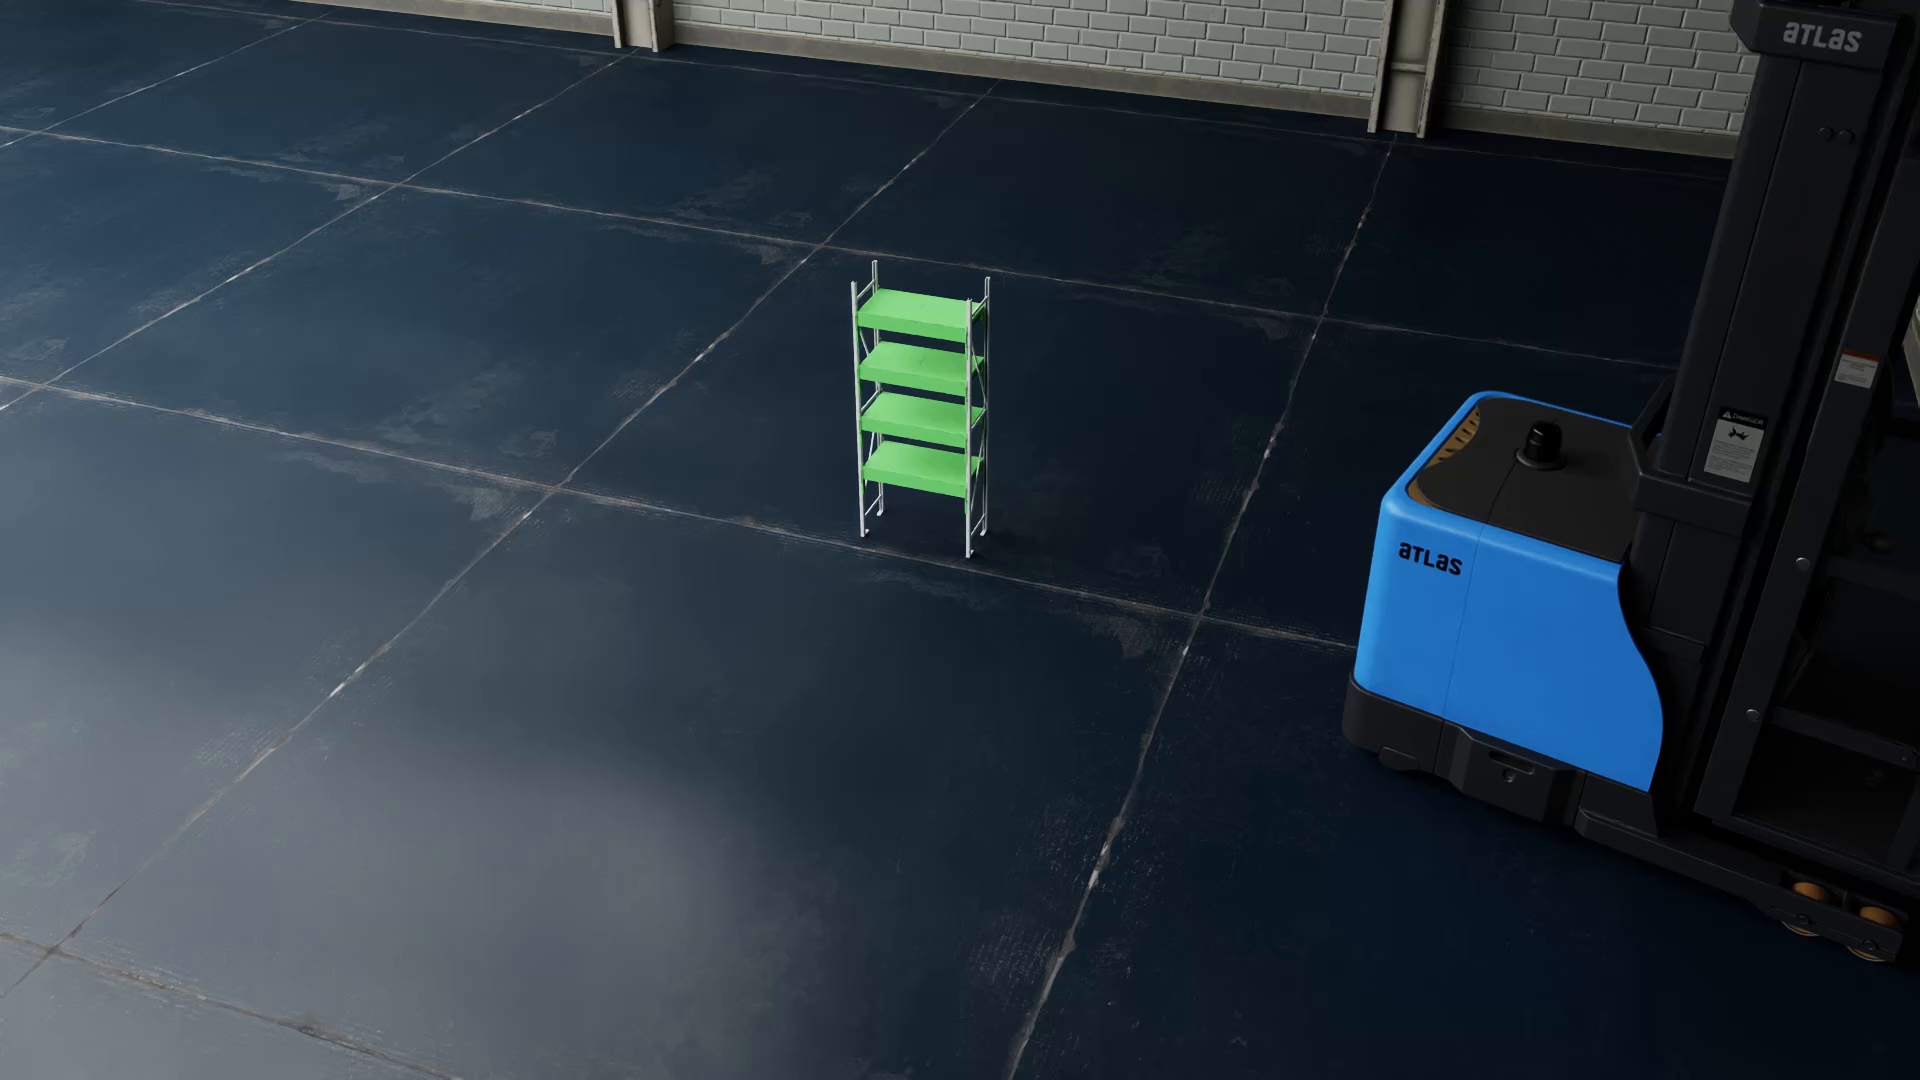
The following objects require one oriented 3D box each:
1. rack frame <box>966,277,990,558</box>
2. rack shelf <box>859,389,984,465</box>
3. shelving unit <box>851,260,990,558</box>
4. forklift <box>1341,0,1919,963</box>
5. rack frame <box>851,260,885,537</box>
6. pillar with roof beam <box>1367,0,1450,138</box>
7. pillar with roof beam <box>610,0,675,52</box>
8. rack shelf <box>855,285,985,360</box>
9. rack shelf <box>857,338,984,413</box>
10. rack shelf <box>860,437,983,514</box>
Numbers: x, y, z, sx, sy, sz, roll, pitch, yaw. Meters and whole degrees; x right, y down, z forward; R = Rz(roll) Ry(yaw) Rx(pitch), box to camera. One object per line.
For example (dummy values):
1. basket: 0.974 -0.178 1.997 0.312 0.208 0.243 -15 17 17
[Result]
1. rack frame: 0.074 -0.490 6.902 0.015 1.200 0.240 11 34 16
2. rack shelf: -0.156 -0.481 7.006 0.480 0.148 0.258 11 34 16
3. shelving unit: -0.156 -0.534 6.971 0.503 1.200 0.258 11 34 16
4. forklift: 2.897 -0.244 4.925 3.031 2.935 1.130 20 38 28
5. rack frame: -0.386 -0.579 7.041 0.015 1.200 0.240 11 34 16
6. pillar with roof beam: 1.653 -4.497 5.918 0.400 9.000 9.100 11 34 16
7. pillar with roof beam: -3.996 -5.595 7.619 0.400 9.000 9.100 11 34 16
8. rack shelf: -0.156 -0.884 6.746 0.480 0.148 0.258 11 34 16
9. rack shelf: -0.156 -0.682 6.876 0.480 0.148 0.258 11 34 16
10. rack shelf: -0.156 -0.279 7.136 0.480 0.148 0.258 11 34 16
